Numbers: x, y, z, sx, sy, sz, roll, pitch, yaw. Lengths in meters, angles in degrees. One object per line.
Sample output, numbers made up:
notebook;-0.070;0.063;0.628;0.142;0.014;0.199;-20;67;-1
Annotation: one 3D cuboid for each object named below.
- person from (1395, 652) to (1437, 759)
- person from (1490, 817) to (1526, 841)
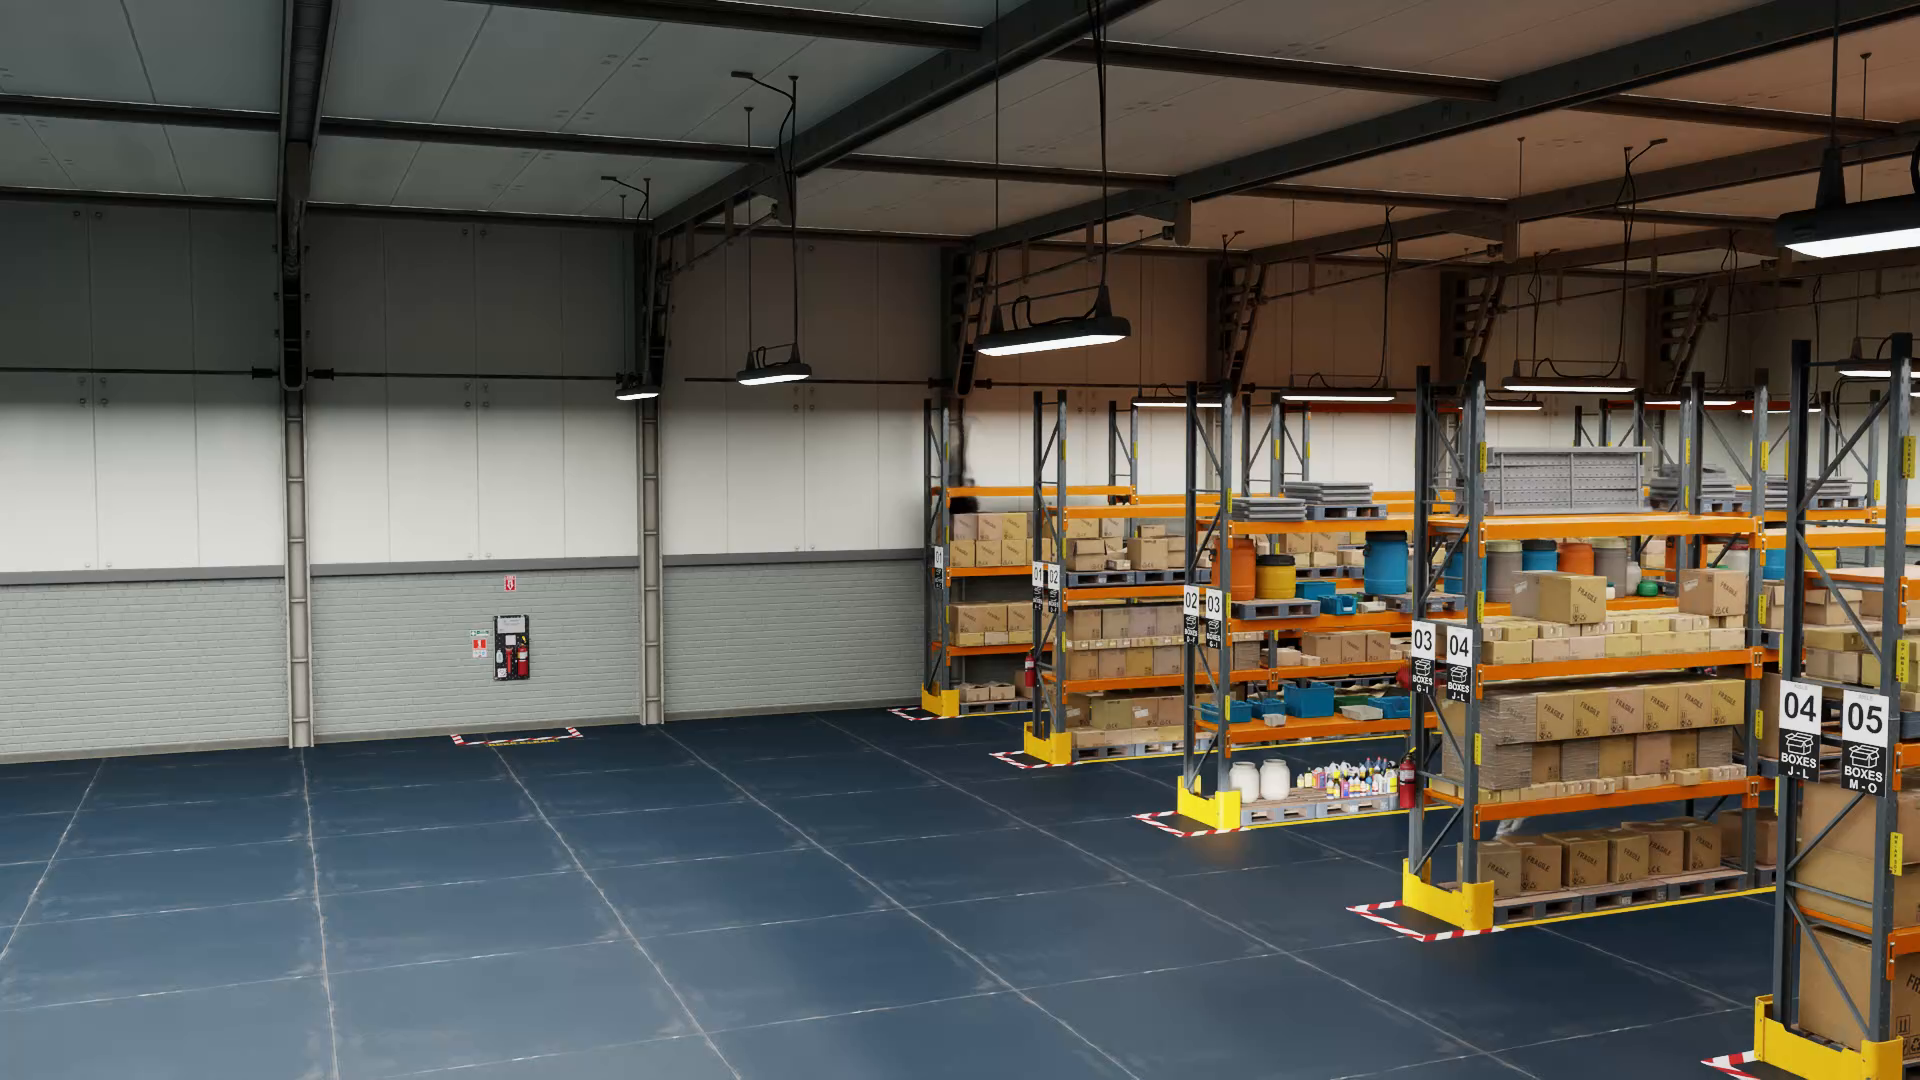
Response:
person;7.504;2.713;27.331;0.876;1.780;0.687;-3;4;-38
person;7.099;2.979;21.482;0.956;1.777;0.698;-3;5;-42
